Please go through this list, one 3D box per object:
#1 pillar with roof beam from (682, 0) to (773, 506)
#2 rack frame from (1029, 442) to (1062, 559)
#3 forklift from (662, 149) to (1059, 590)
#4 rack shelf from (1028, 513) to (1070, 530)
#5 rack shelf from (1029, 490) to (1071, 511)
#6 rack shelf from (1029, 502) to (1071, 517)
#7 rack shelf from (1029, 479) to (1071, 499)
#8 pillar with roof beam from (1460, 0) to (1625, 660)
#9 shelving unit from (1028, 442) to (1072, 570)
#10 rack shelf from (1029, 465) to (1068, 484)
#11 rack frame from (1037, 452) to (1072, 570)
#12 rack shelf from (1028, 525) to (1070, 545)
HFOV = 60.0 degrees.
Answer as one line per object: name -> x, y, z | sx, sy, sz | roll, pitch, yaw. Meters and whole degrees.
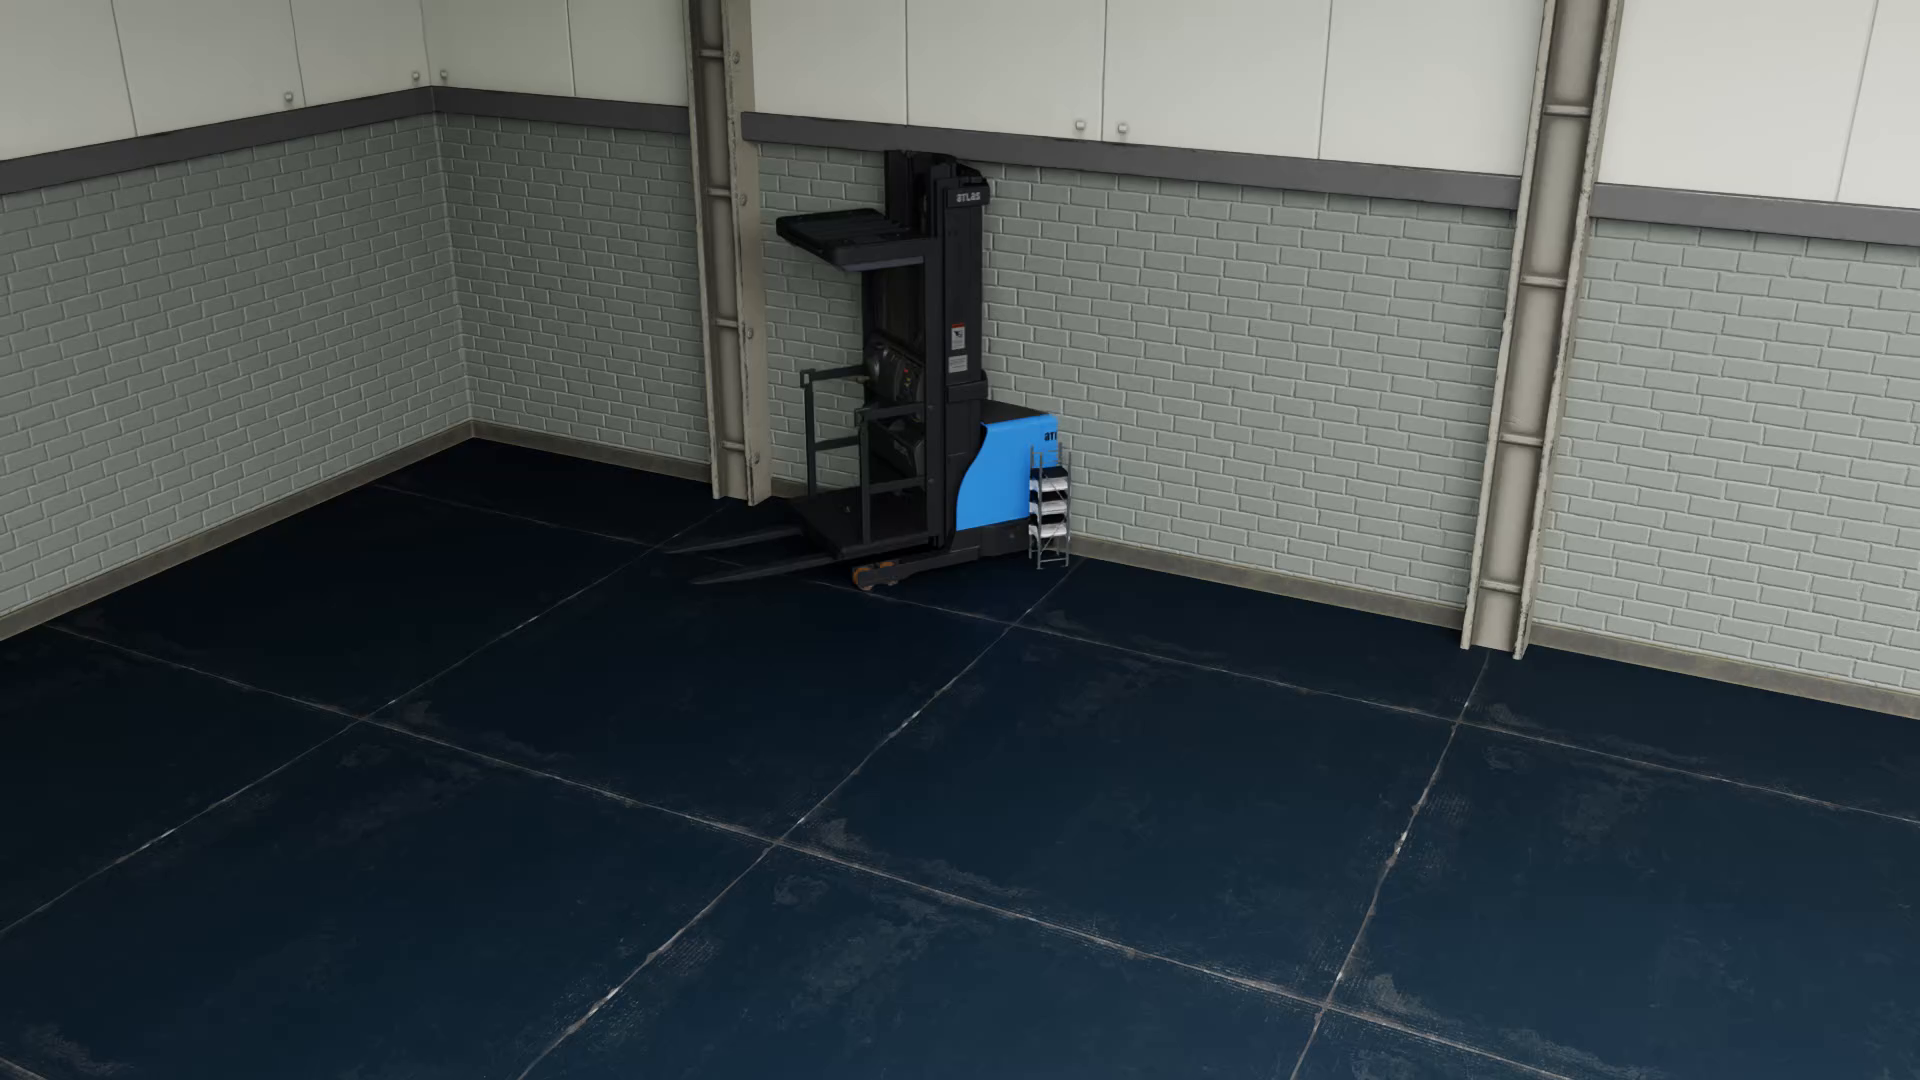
pillar with roof beam -> -3.719, -2.998, 8.328 | 0.400, 9.000, 9.100 | 11, 25, 25
rack frame -> 0.630, -0.285, 12.297 | 0.240, 0.900, 0.006 | -7, 24, -15
forklift -> -0.659, -1.225, 11.911 | 3.031, 2.935, 1.130 | -11, 26, -25
rack shelf -> 0.658, -0.134, 12.256 | 0.258, 0.077, 0.200 | -7, 24, -15
rack shelf -> 0.658, -0.299, 12.185 | 0.258, 0.077, 0.200 | -7, 24, -15
rack shelf -> 0.658, -0.217, 12.221 | 0.258, 0.077, 0.200 | -7, 24, -15
rack shelf -> 0.658, -0.382, 12.150 | 0.258, 0.077, 0.200 | -7, 24, -15
pillar with roof beam -> 1.636, -1.939, 5.836 | 0.400, 9.000, 9.100 | 11, 25, 25
shelving unit -> 0.658, -0.247, 12.208 | 0.258, 0.900, 0.210 | -7, 24, -15
rack shelf -> 0.658, -0.465, 12.115 | 0.258, 0.077, 0.200 | -7, 24, -15
rack frame -> 0.687, -0.209, 12.118 | 0.240, 0.900, 0.006 | -7, 24, -15
rack shelf -> 0.658, -0.051, 12.291 | 0.258, 0.077, 0.200 | -7, 24, -15
